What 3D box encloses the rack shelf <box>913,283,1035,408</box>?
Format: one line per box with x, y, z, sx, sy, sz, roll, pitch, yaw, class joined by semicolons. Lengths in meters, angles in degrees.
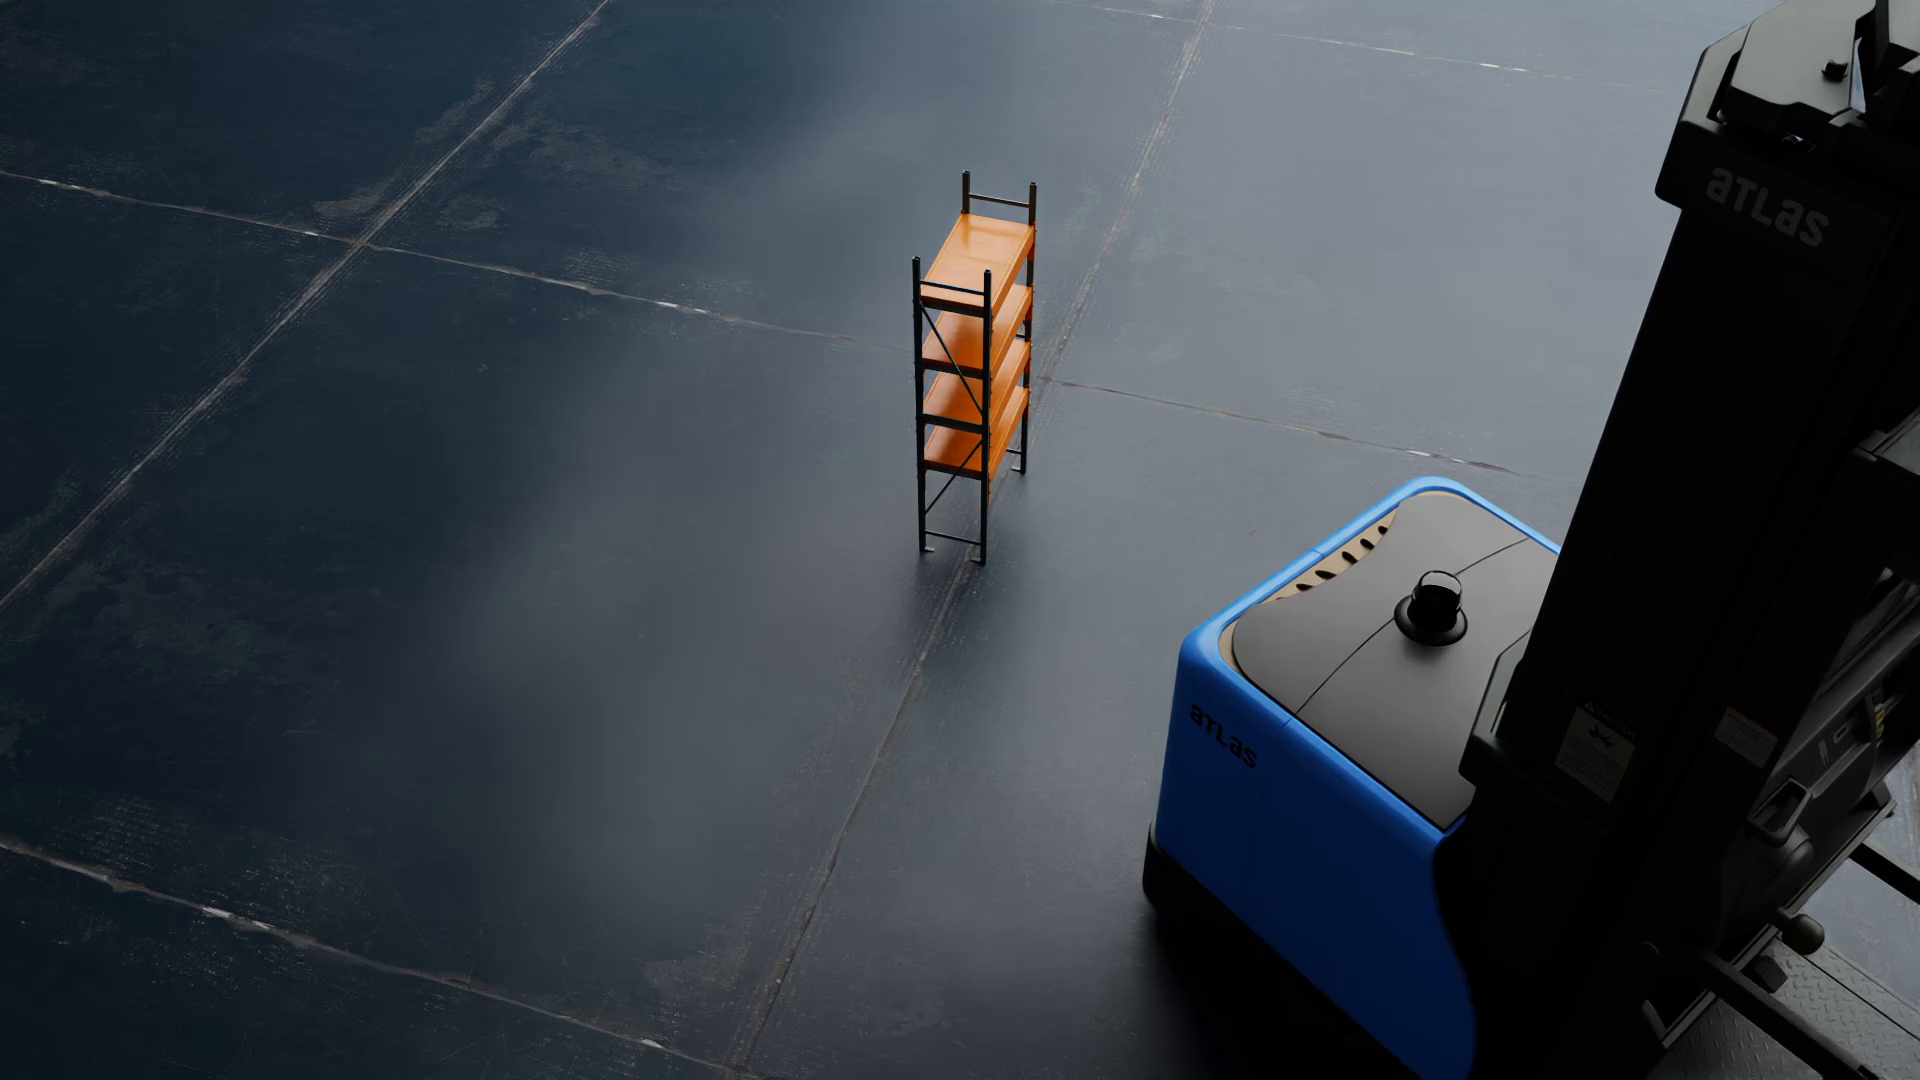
0.050;-0.651;5.334;0.258;0.148;0.480;13;46;13;rack shelf

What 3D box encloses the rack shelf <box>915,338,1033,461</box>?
0.050;-0.491;5.490;0.258;0.148;0.480;13;46;13;rack shelf

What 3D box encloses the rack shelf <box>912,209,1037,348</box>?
0.050;-0.820;5.168;0.258;0.148;0.480;13;46;13;rack shelf

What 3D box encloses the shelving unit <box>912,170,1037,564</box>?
0.050;-0.539;5.443;0.258;1.200;0.503;13;46;13;shelving unit

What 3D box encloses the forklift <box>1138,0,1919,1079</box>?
1.839;0.518;3.125;1.130;2.935;3.031;-31;52;-28;forklift

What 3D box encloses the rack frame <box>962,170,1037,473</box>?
0.124;-0.702;5.609;0.240;1.200;0.015;13;46;13;rack frame

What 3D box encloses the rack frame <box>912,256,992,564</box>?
-0.024;-0.377;5.277;0.240;1.200;0.015;13;46;13;rack frame

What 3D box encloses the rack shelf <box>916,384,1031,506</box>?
0.050;-0.349;5.629;0.258;0.148;0.480;13;46;13;rack shelf
